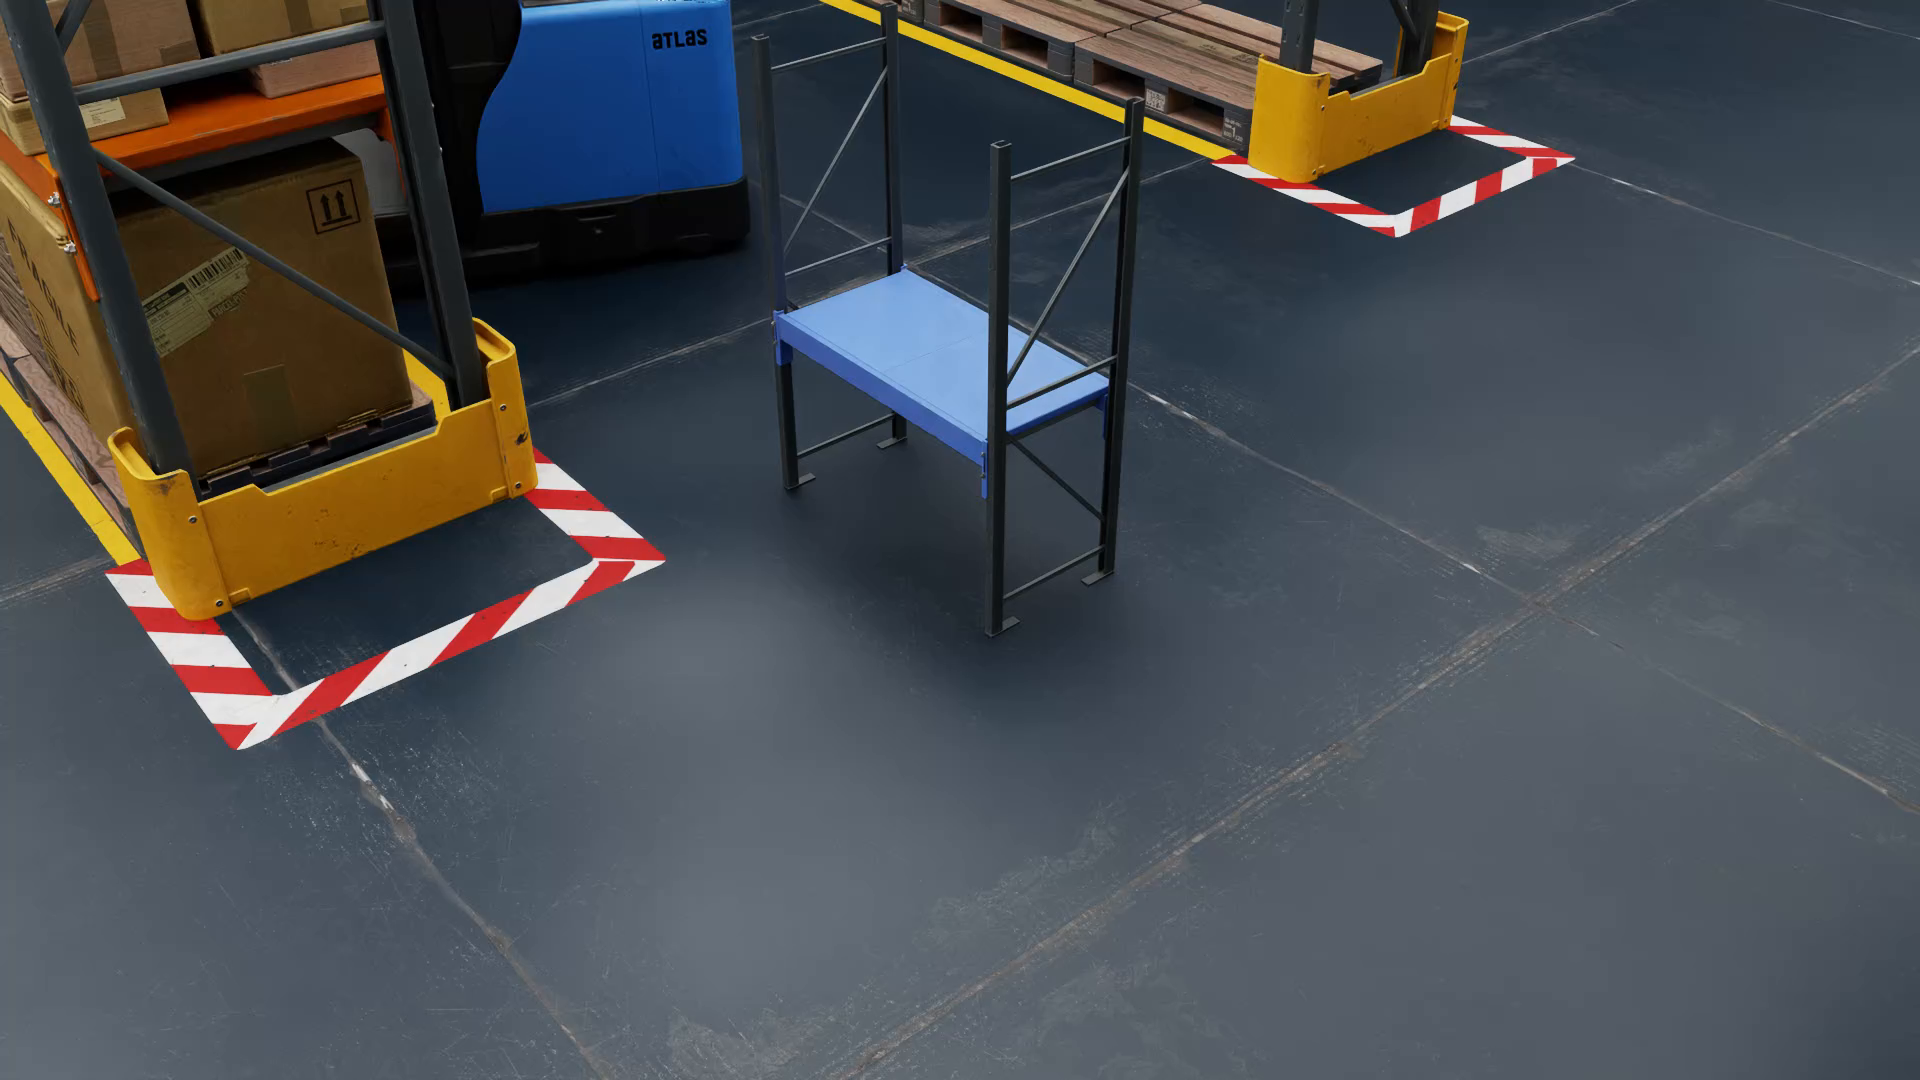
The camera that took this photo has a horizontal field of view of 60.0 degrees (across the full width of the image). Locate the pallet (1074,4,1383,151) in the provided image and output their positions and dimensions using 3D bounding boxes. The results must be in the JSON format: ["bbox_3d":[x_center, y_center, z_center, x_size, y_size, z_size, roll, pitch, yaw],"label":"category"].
[{"bbox_3d":[1.337,-2.361,8.401,1.003,0.211,1.213,-26,43,-32],"label":"pallet"}]

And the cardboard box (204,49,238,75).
[{"bbox_3d":[-2.088,-1.563,5.079,0.380,0.149,0.250,-27,43,-32],"label":"cardboard box"}]

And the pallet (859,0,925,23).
[{"bbox_3d":[-0.238,-3.438,9.922,1.003,0.211,1.213,-26,43,-32],"label":"pallet"}]

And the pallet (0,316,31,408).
[{"bbox_3d":[-3.303,-0.997,6.475,1.003,0.211,1.213,-26,43,-32],"label":"pallet"}]

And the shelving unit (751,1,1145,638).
[{"bbox_3d":[-0.055,-0.650,4.870,0.538,1.500,1.048,-26,43,-32],"label":"shelving unit"}]

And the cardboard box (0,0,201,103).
[{"bbox_3d":[-2.460,-1.448,4.572,0.500,0.250,0.500,-27,43,-32],"label":"cardboard box"}]

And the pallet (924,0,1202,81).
[{"bbox_3d":[0.554,-2.899,9.161,1.003,0.211,1.213,-26,43,-32],"label":"pallet"}]

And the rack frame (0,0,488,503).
[{"bbox_3d":[-1.944,-1.273,4.452,1.000,3.000,0.127,-26,43,-32],"label":"rack frame"}]

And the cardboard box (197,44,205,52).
[{"bbox_3d":[-2.253,-1.676,5.238,0.380,0.149,0.250,-27,43,-33],"label":"cardboard box"}]

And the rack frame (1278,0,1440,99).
[{"bbox_3d":[1.839,-3.120,7.060,1.000,3.000,0.127,-26,43,-32],"label":"rack frame"}]

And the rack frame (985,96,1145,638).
[{"bbox_3d":[0.273,-0.425,4.553,0.500,1.500,0.032,-26,43,-32],"label":"rack frame"}]

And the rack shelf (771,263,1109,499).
[{"bbox_3d":[-0.055,-0.503,4.974,0.538,0.185,1.000,-26,43,-32],"label":"rack shelf"}]

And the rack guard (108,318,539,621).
[{"bbox_3d":[-1.929,-0.242,5.160,1.175,0.500,0.348,-26,43,-32],"label":"rack guard"}]

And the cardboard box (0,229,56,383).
[{"bbox_3d":[-3.006,-1.232,5.869,0.875,0.875,0.875,-26,43,-32],"label":"cardboard box"}]

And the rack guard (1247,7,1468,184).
[{"bbox_3d":[1.865,-2.094,7.775,1.175,0.500,0.348,-26,43,-32],"label":"rack guard"}]

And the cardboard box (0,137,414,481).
[{"bbox_3d":[-2.418,-0.830,5.302,0.875,0.875,0.875,-26,43,-32],"label":"cardboard box"}]

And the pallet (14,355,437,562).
[{"bbox_3d":[-2.520,-0.459,5.715,1.003,0.211,1.213,-26,43,-32],"label":"pallet"}]

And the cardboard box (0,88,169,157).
[{"bbox_3d":[-2.426,-1.205,4.573,0.380,0.149,0.250,-25,42,-31],"label":"cardboard box"}]

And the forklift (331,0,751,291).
[{"bbox_3d":[-2.450,-2.427,6.141,3.031,2.935,1.130,-10,37,-14],"label":"forklift"}]

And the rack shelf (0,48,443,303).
[{"bbox_3d":[-3.235,-1.862,5.907,1.077,0.370,4.000,-26,43,-32],"label":"rack shelf"}]

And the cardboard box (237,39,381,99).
[{"bbox_3d":[-1.921,-1.450,4.920,0.380,0.149,0.250,-25,43,-31],"label":"cardboard box"}]

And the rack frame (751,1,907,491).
[{"bbox_3d":[-0.383,-0.874,5.187,0.500,1.500,0.032,-26,43,-32],"label":"rack frame"}]

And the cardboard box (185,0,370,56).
[{"bbox_3d":[-2.048,-1.646,4.851,0.500,0.250,0.500,-27,43,-33],"label":"cardboard box"}]
